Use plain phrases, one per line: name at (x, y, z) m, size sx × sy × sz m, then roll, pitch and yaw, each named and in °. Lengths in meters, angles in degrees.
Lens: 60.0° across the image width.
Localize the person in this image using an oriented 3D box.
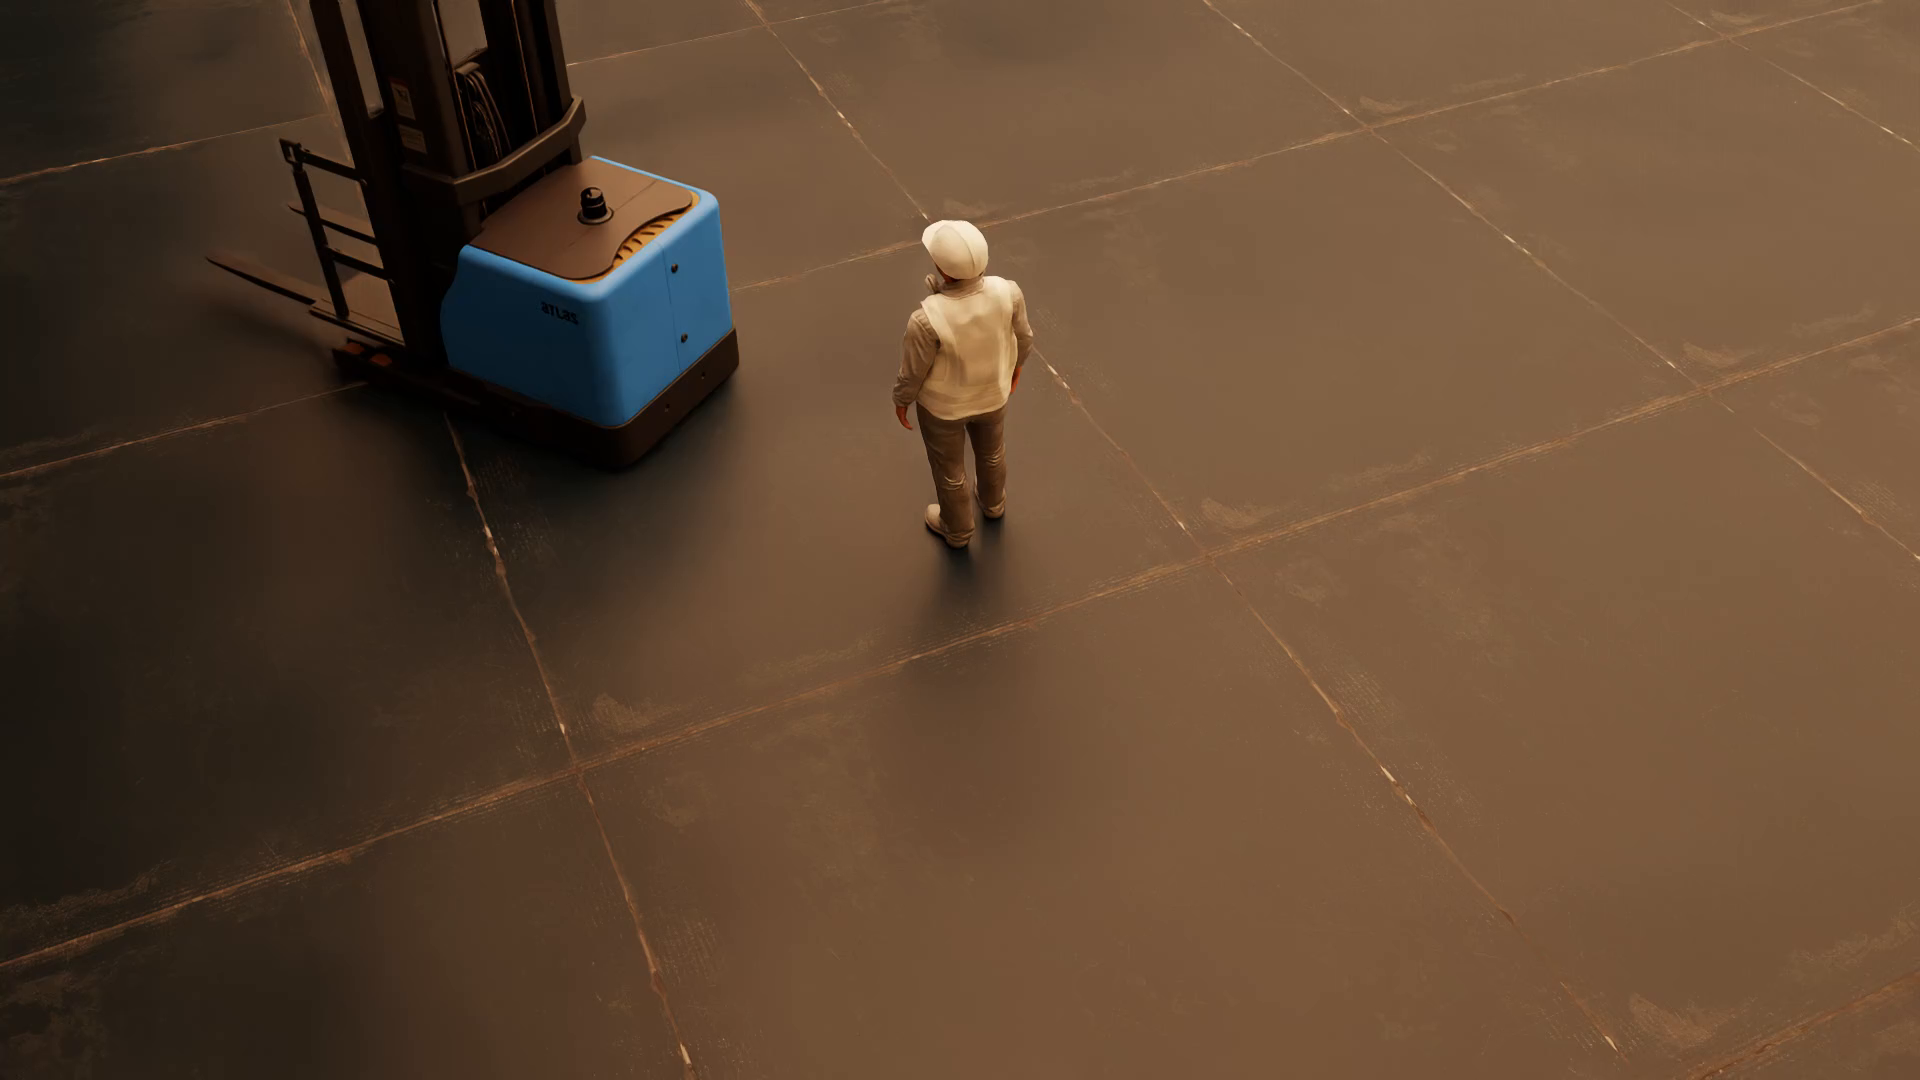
person at (-0.018, -0.694, 7.262) m, size 0.632 × 1.773 × 0.568 m, roll -18°, pitch 46°, yaw -18°

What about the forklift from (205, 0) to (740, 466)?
forklift at (-2.694, -2.170, 8.005) m, size 3.031 × 2.935 × 1.130 m, roll 21°, pitch 47°, yaw 21°
